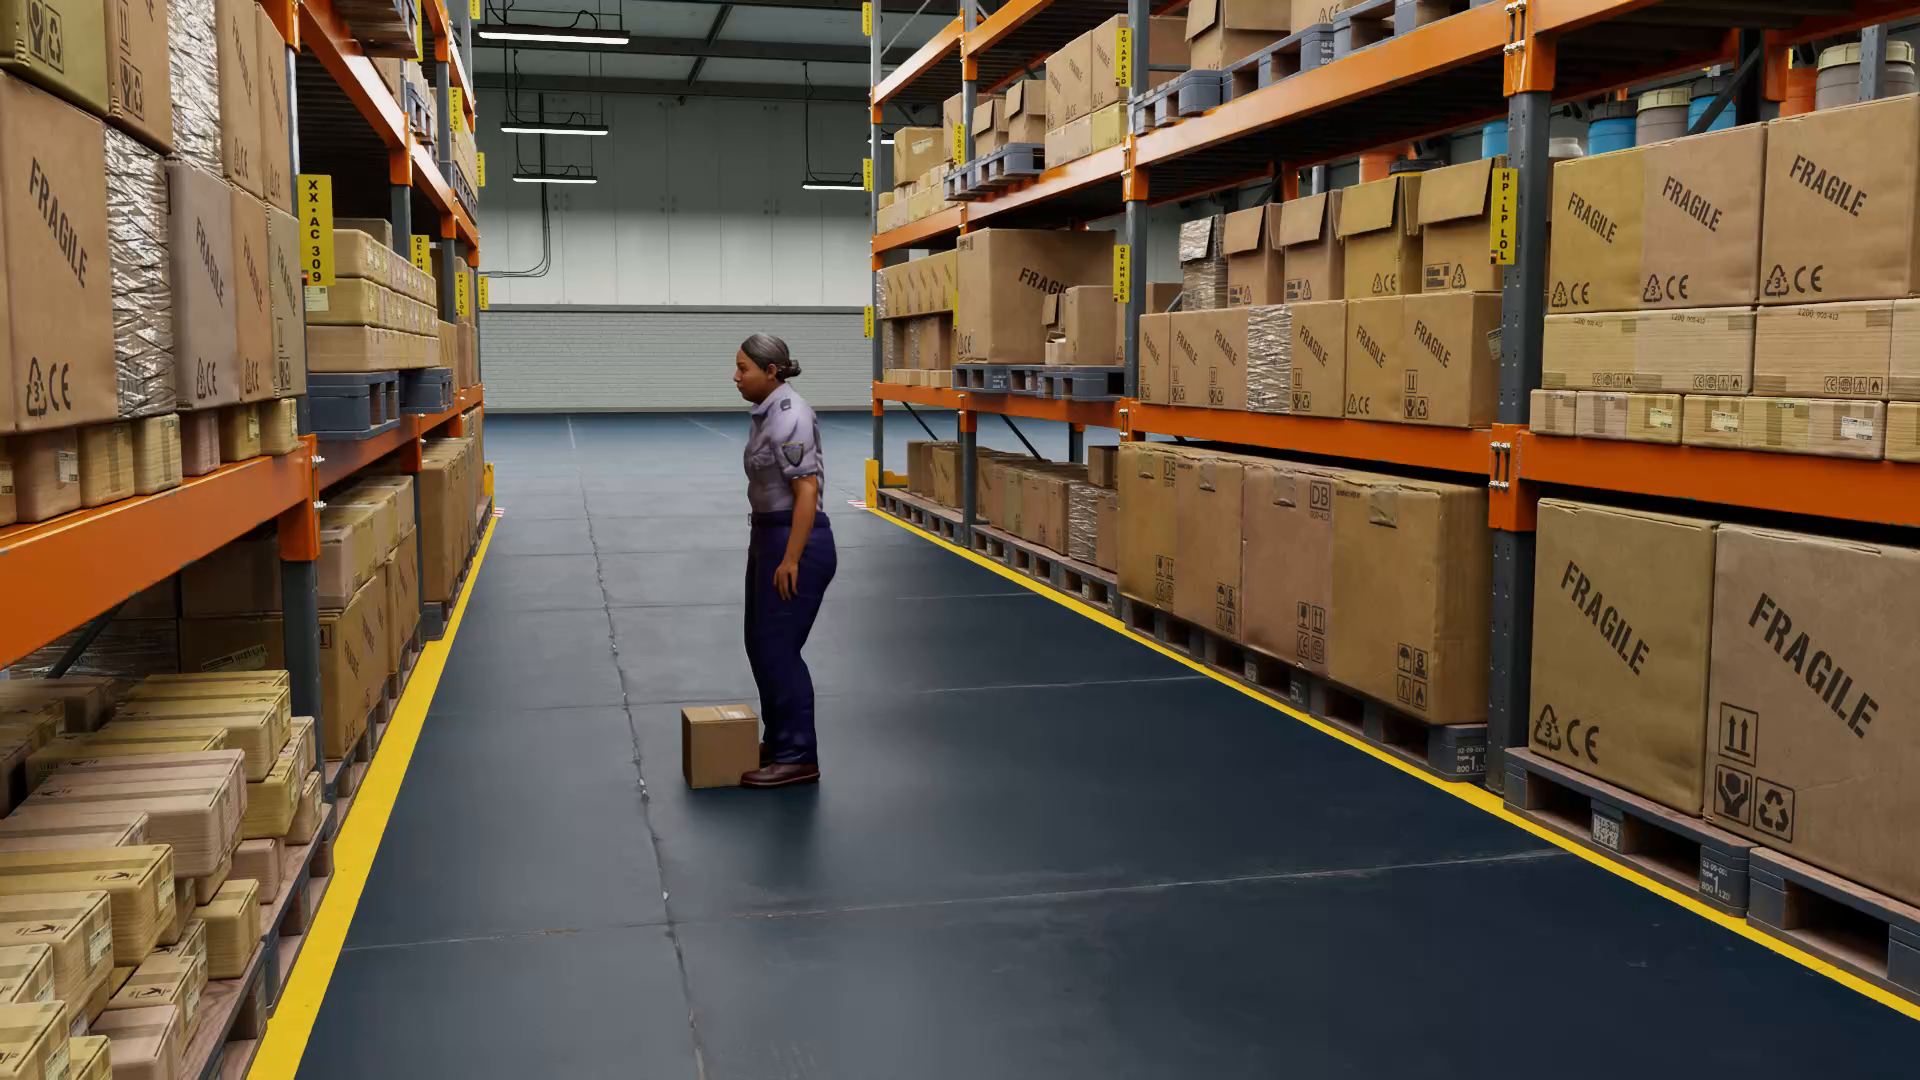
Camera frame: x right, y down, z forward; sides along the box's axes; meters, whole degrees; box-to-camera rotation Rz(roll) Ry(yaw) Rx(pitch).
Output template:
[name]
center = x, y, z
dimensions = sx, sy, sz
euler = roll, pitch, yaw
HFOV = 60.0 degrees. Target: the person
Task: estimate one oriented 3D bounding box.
[person]
center = -0.680, 0.062, 6.161
dimensions = 0.341, 1.650, 0.555
euler = -2, 7, -17
